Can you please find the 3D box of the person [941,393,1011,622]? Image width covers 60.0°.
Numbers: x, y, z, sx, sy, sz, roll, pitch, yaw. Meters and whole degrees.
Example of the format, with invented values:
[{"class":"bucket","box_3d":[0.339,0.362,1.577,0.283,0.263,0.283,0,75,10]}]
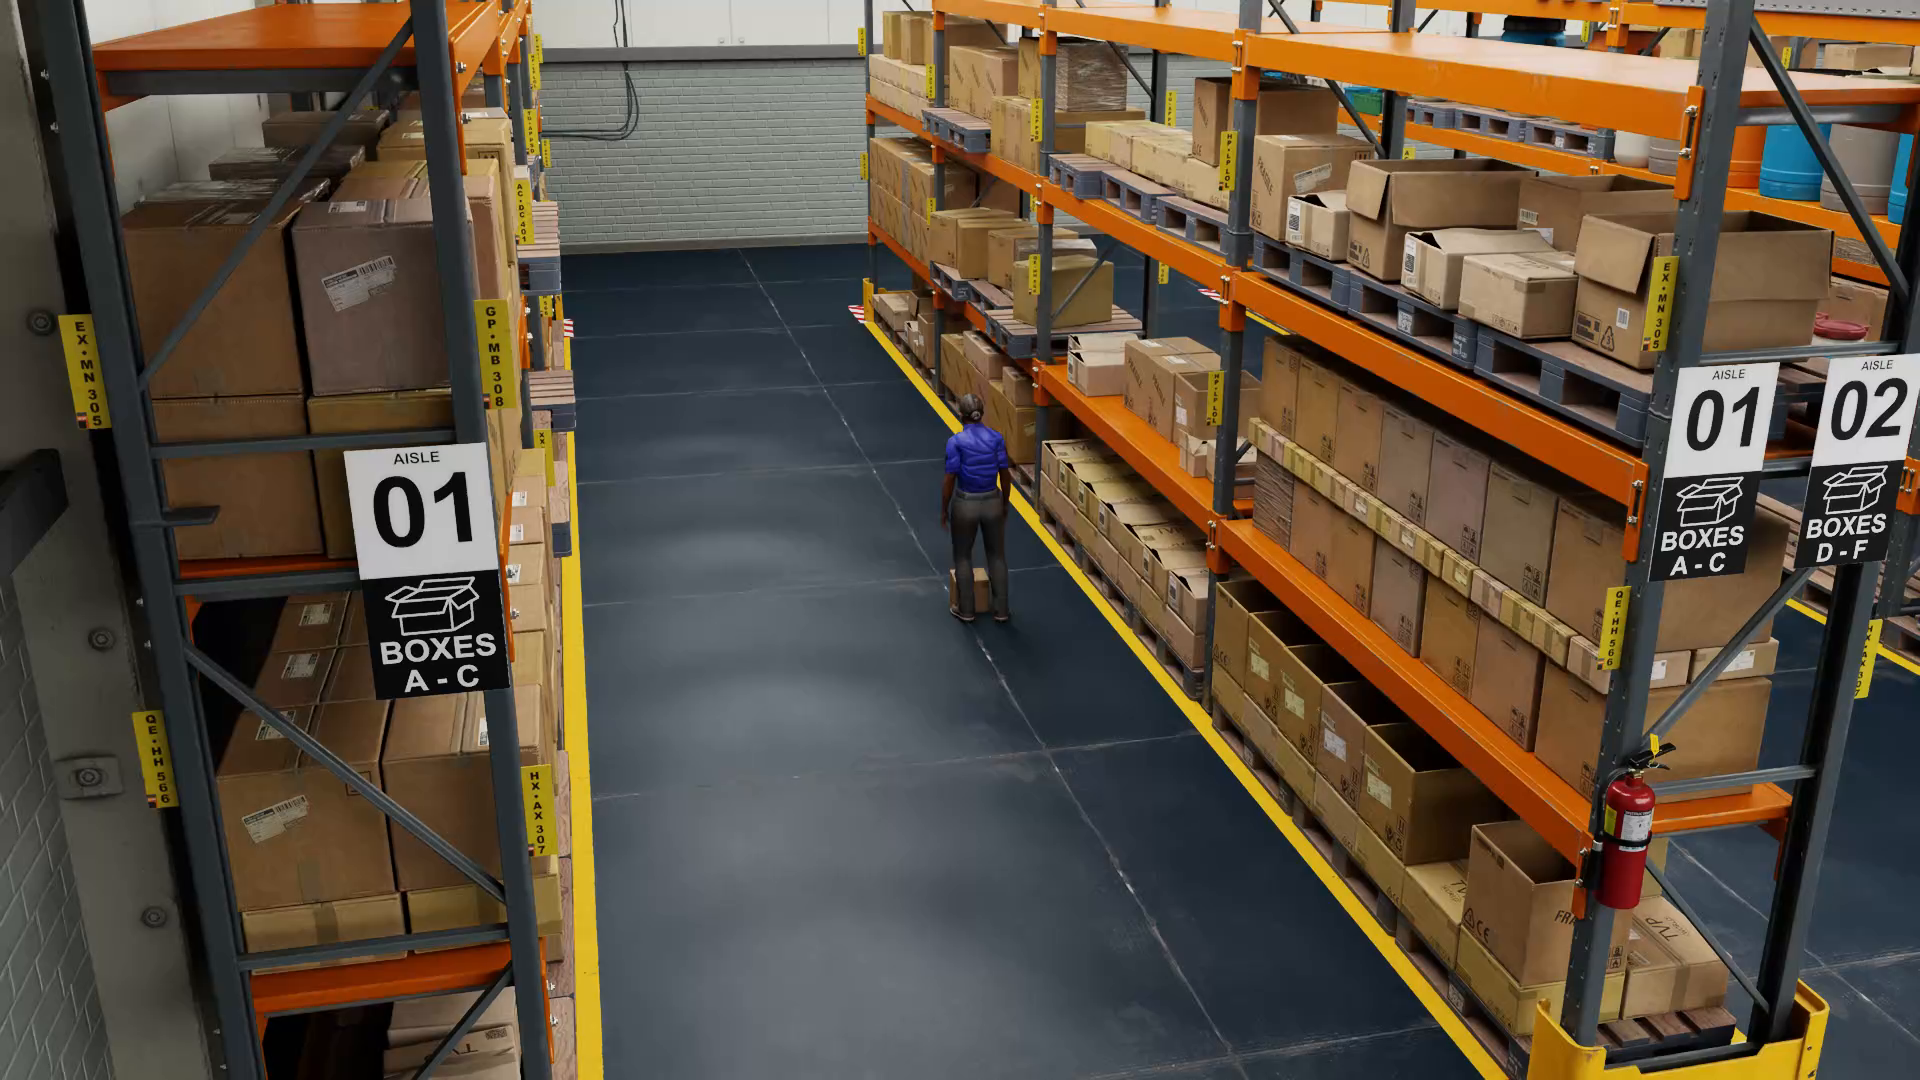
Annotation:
[{"class":"person","box_3d":[0.118,-0.222,11.695,0.531,1.656,0.396,-5,20,-14]}]
